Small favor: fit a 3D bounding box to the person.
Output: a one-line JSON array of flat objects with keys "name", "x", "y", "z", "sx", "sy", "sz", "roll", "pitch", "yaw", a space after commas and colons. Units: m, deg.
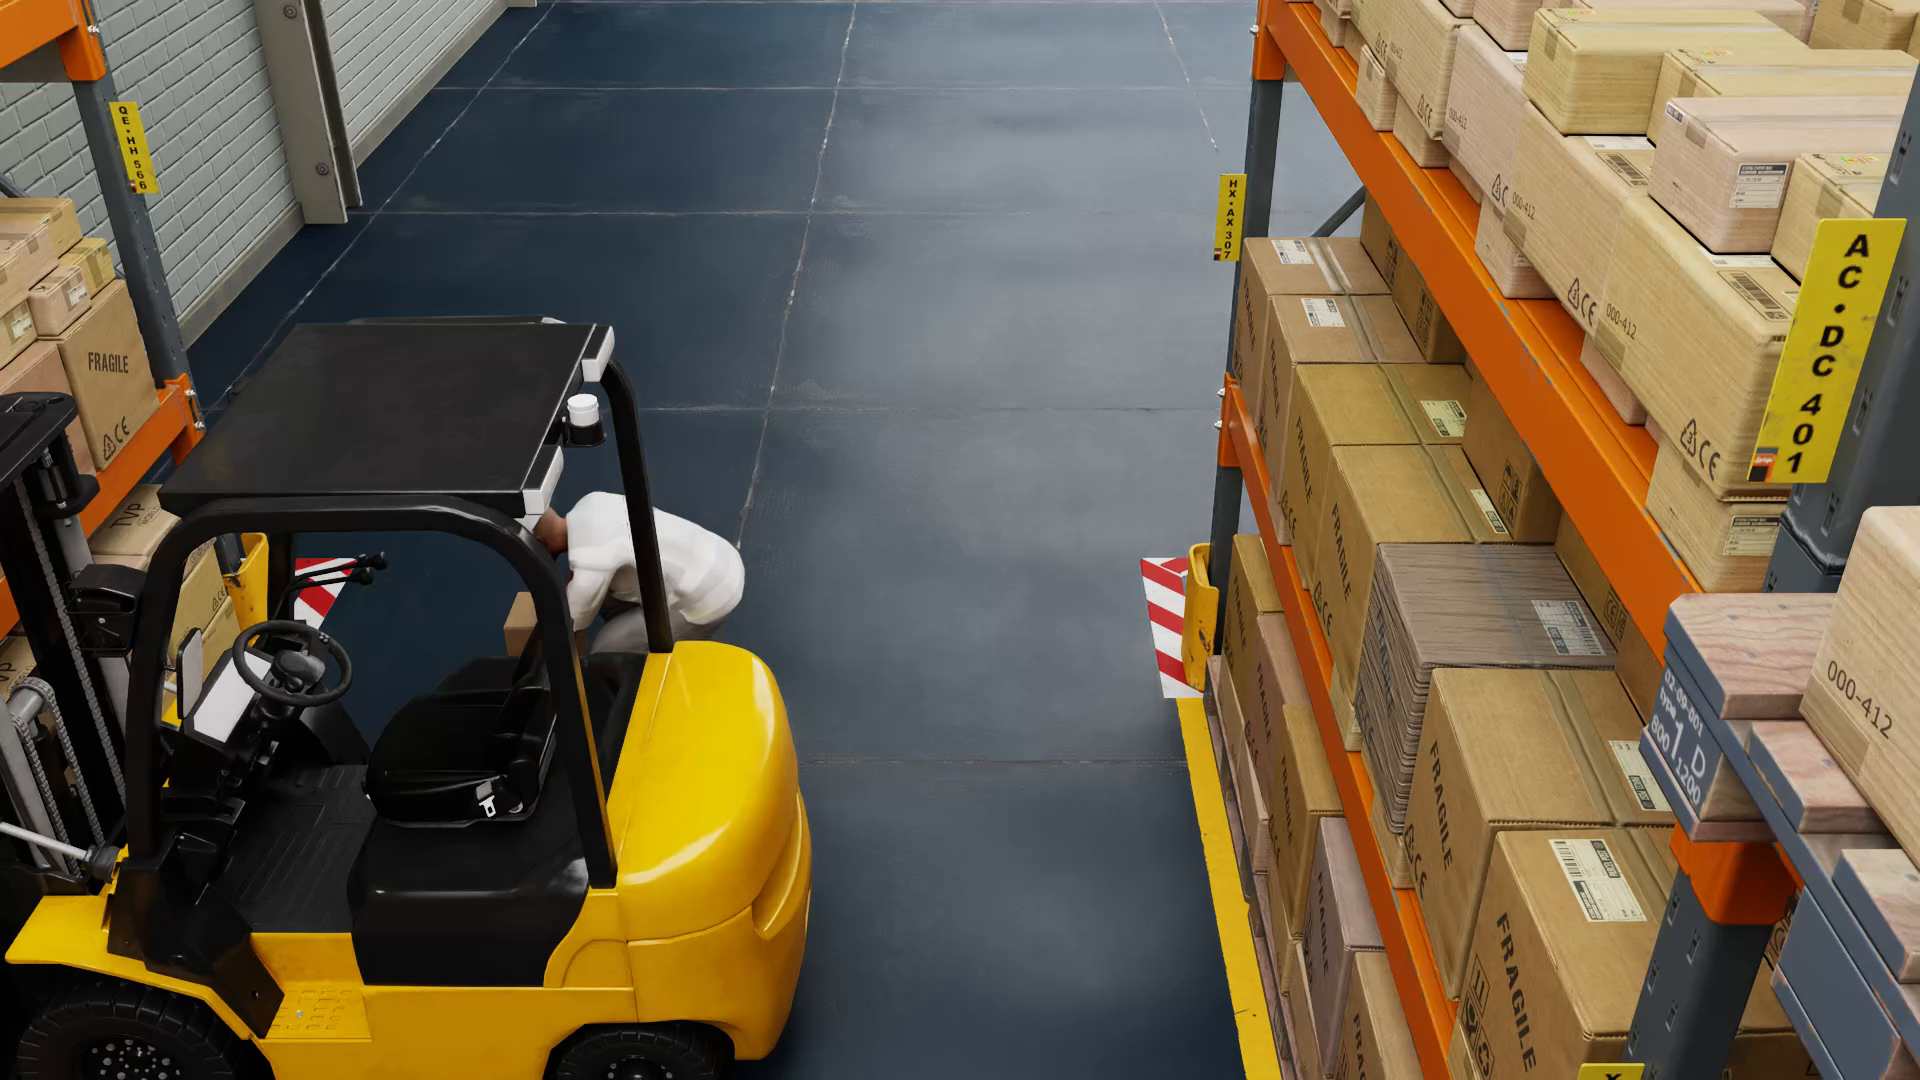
[{"name": "person", "x": -1.293, "y": 0.243, "z": 6.447, "sx": 0.911, "sy": 1.010, "sz": 0.536, "roll": -1, "pitch": 31, "yaw": -2}]
